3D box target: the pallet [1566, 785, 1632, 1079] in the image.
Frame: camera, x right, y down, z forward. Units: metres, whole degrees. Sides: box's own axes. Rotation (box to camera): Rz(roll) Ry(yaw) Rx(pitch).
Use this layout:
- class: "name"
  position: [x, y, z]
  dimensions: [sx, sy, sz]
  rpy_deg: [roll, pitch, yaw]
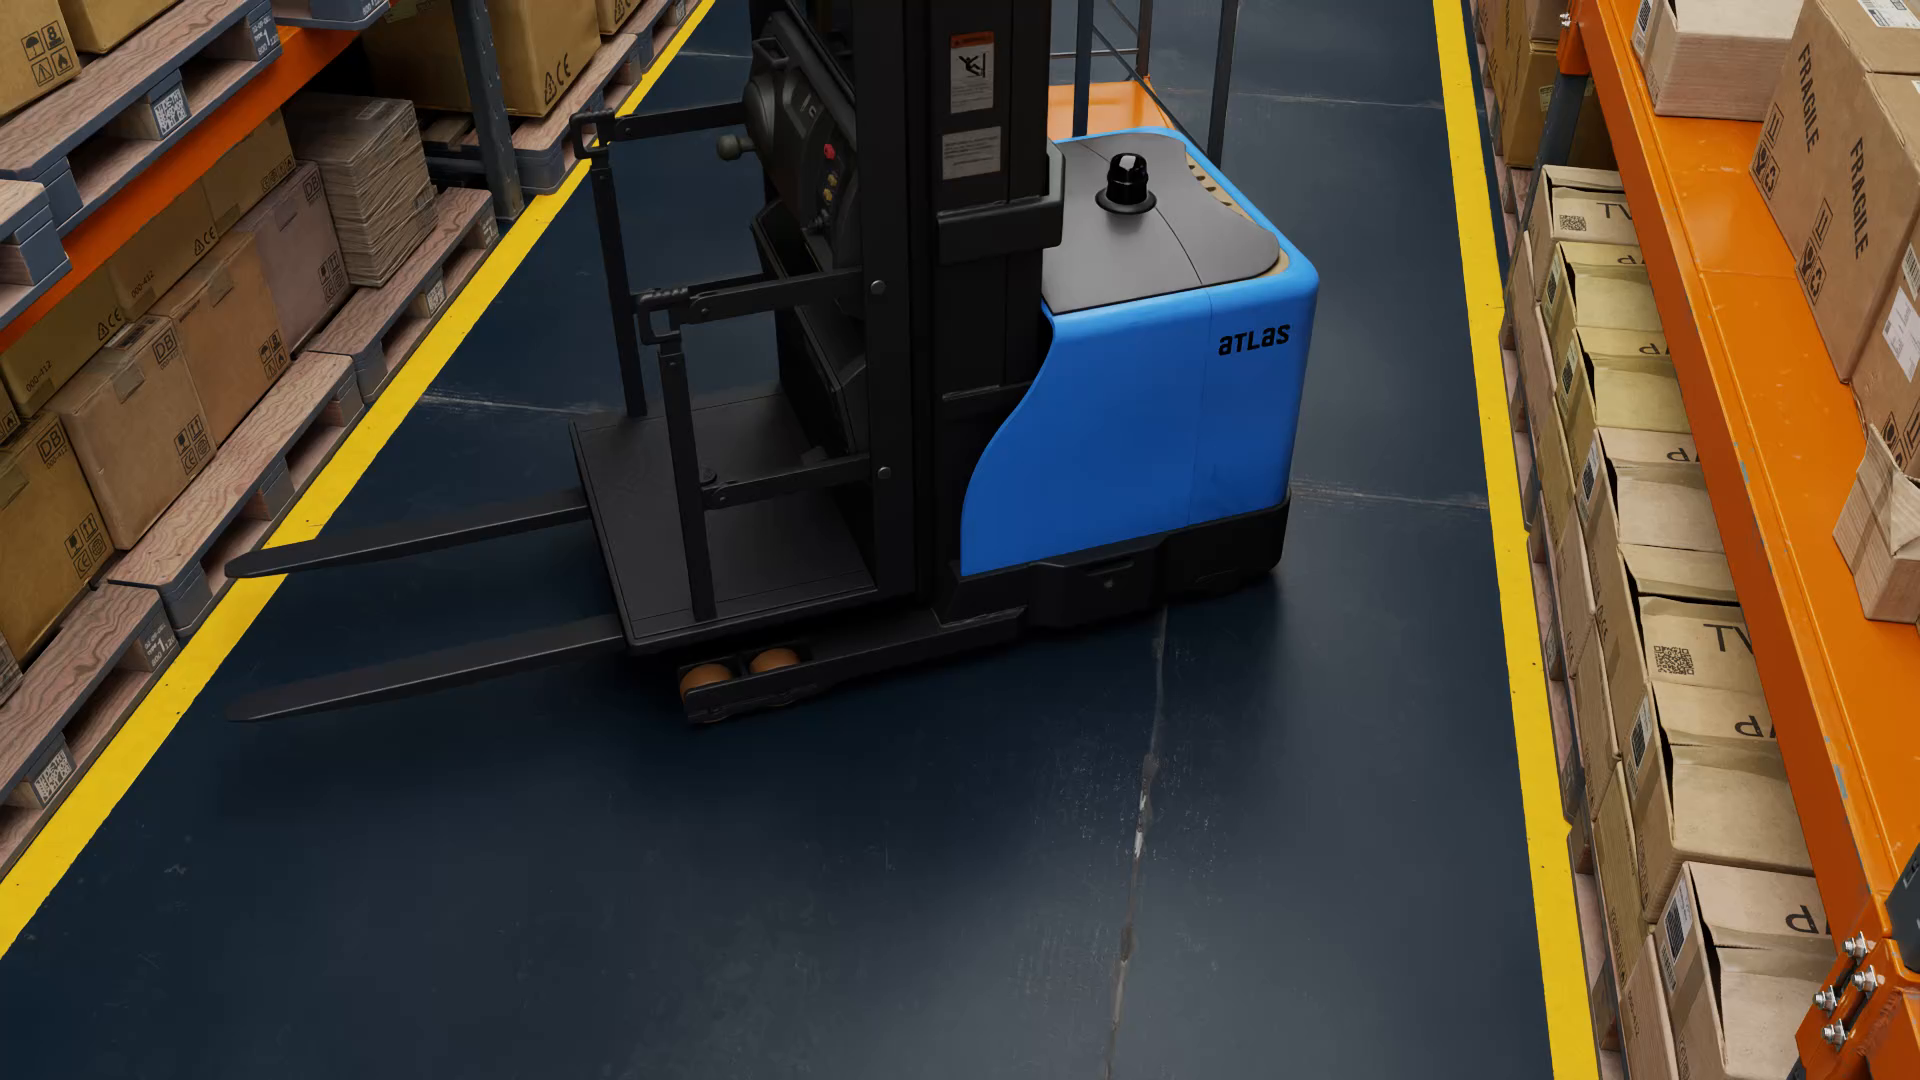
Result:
- class: "pallet"
  position: [1.966, 1.112, 3.739]
  dimensions: [1.003, 0.211, 1.213]
  rpy_deg: [6, 40, 8]

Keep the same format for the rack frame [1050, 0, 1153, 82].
- class: "rack frame"
  position: [0.469, -1.834, 6.291]
  dimensions: [0.500, 1.500, 0.032]
  rpy_deg: [-5, 40, -6]

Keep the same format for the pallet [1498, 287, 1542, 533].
- class: "pallet"
  position: [2.388, -0.419, 5.591]
  dimensions: [1.003, 0.211, 1.213]
  rpy_deg: [6, 40, 8]

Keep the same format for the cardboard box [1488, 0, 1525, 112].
- class: "cardboard box"
  position: [2.589, -2.150, 7.113]
  dimensions: [0.500, 0.500, 0.500]
  rpy_deg: [5, 40, 6]

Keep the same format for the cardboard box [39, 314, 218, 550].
- class: "cardboard box"
  position: [-2.724, -0.355, 4.942]
  dimensions: [0.700, 0.500, 0.500]
  rpy_deg: [7, 40, 8]

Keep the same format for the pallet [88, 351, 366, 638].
- class: "pallet"
  position: [-2.661, -0.222, 5.352]
  dimensions: [1.003, 0.211, 1.213]
  rpy_deg: [6, 40, 8]

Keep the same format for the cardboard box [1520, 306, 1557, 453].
- class: "cardboard box"
  position: [2.103, -0.496, 5.325]
  dimensions: [0.500, 0.250, 0.500]
  rpy_deg: [5, 40, 6]

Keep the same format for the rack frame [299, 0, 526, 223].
- class: "rack frame"
  position: [-2.311, -2.550, 5.980]
  dimensions: [1.000, 3.000, 0.127]
  rpy_deg: [6, 40, 8]

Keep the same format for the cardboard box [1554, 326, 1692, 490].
- class: "cardboard box"
  position: [2.016, -0.378, 4.741]
  dimensions: [0.500, 0.311, 0.500]
  rpy_deg: [5, 40, 6]

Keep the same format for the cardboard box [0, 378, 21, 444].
- class: "cardboard box"
  position: [-2.819, -0.275, 4.257]
  dimensions: [0.500, 0.250, 0.500]
  rpy_deg: [6, 40, 7]

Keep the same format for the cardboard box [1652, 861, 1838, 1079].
- class: "cardboard box"
  position: [1.664, 0.900, 3.195]
  dimensions: [0.500, 0.311, 0.500]
  rpy_deg: [6, 40, 8]

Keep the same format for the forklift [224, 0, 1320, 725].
- class: "forklift"
  position: [-0.590, -1.001, 4.160]
  dimensions: [3.031, 2.935, 1.130]
  rpy_deg: [-12, 41, -14]

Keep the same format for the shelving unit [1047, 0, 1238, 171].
- class: "shelving unit"
  position: [0.539, -1.519, 5.910]
  dimensions: [0.587, 1.500, 1.083]
  rpy_deg: [-5, 40, -6]

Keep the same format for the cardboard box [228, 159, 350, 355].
- class: "cardboard box"
  position: [-2.588, -0.988, 5.708]
  dimensions: [0.700, 0.500, 0.500]
  rpy_deg: [6, 40, 8]

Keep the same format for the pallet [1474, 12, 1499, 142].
- class: "pallet"
  position: [2.949, -2.159, 7.696]
  dimensions: [1.003, 0.211, 1.213]
  rpy_deg: [6, 40, 8]

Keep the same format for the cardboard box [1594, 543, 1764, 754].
- class: "cardboard box"
  position: [1.837, 0.260, 3.970]
  dimensions: [0.500, 0.311, 0.500]
  rpy_deg: [6, 40, 8]

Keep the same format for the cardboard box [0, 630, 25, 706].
- class: "cardboard box"
  position: [-2.892, 0.290, 4.161]
  dimensions: [0.700, 0.500, 0.500]
  rpy_deg: [8, 40, 9]

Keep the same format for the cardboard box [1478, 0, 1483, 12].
- class: "cardboard box"
  position: [2.762, -2.797, 7.896]
  dimensions: [0.500, 0.500, 0.500]
  rpy_deg: [7, 40, 8]

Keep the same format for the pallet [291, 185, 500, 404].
- class: "pallet"
  position: [-2.447, -0.985, 6.276]
  dimensions: [1.003, 0.211, 1.213]
  rpy_deg: [6, 40, 8]

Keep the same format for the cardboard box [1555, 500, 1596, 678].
- class: "cardboard box"
  position: [1.930, 0.152, 4.540]
  dimensions: [0.500, 0.250, 0.500]
  rpy_deg: [7, 40, 9]

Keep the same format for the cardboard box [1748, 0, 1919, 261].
- class: "cardboard box"
  position: [2.295, -0.990, 4.015]
  dimensions: [0.500, 0.500, 0.500]
  rpy_deg: [4, 40, 5]

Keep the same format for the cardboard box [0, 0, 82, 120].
- class: "cardboard box"
  position: [-2.694, -1.330, 4.081]
  dimensions: [0.700, 0.500, 0.500]
  rpy_deg: [12, 41, 14]

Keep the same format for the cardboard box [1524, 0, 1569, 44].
- class: "cardboard box"
  position: [2.505, -2.150, 6.524]
  dimensions: [0.500, 0.250, 0.500]
  rpy_deg: [8, 40, 9]

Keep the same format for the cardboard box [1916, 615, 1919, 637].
- class: "cardboard box"
  position: [1.919, 0.248, 2.713]
  dimensions: [0.500, 0.250, 0.500]
  rpy_deg: [9, 40, 10]

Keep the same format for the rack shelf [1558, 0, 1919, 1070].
- class: "rack shelf"
  position: [2.223, -0.474, 4.033]
  dimensions: [1.077, 0.370, 4.000]
  rpy_deg: [6, 40, 8]

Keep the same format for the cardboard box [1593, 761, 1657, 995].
- class: "cardboard box"
  position: [1.752, 0.793, 3.766]
  dimensions: [0.500, 0.250, 0.500]
  rpy_deg: [6, 40, 7]

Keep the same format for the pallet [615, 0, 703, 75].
- class: "pallet"
  position: [-1.887, -2.725, 8.380]
  dimensions: [1.003, 0.211, 1.213]
  rpy_deg: [6, 40, 8]

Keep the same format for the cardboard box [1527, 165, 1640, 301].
- class: "cardboard box"
  position: [2.189, -1.028, 5.528]
  dimensions: [0.500, 0.311, 0.500]
  rpy_deg: [8, 40, 9]

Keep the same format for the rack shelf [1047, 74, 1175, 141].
- class: "rack shelf"
  position: [0.541, -1.375, 6.018]
  dimensions: [0.538, 0.185, 1.000]
  rpy_deg: [-5, 40, -6]

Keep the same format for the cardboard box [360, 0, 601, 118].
- class: "cardboard box"
  position: [-2.054, -2.330, 7.072]
  dimensions: [0.750, 0.750, 0.750]
  rpy_deg: [6, 40, 7]

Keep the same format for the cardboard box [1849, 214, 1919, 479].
- class: "cardboard box"
  position: [2.117, -0.345, 3.235]
  dimensions: [0.500, 0.500, 0.500]
  rpy_deg: [9, 40, 11]

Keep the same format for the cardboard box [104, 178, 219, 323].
- class: "cardboard box"
  position: [-2.628, -0.913, 5.029]
  dimensions: [0.500, 0.250, 0.500]
  rpy_deg: [6, 40, 7]

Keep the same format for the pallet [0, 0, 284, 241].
- class: "pallet"
  position: [-2.613, -1.229, 4.533]
  dimensions: [1.003, 0.211, 1.213]
  rpy_deg: [6, 40, 8]
